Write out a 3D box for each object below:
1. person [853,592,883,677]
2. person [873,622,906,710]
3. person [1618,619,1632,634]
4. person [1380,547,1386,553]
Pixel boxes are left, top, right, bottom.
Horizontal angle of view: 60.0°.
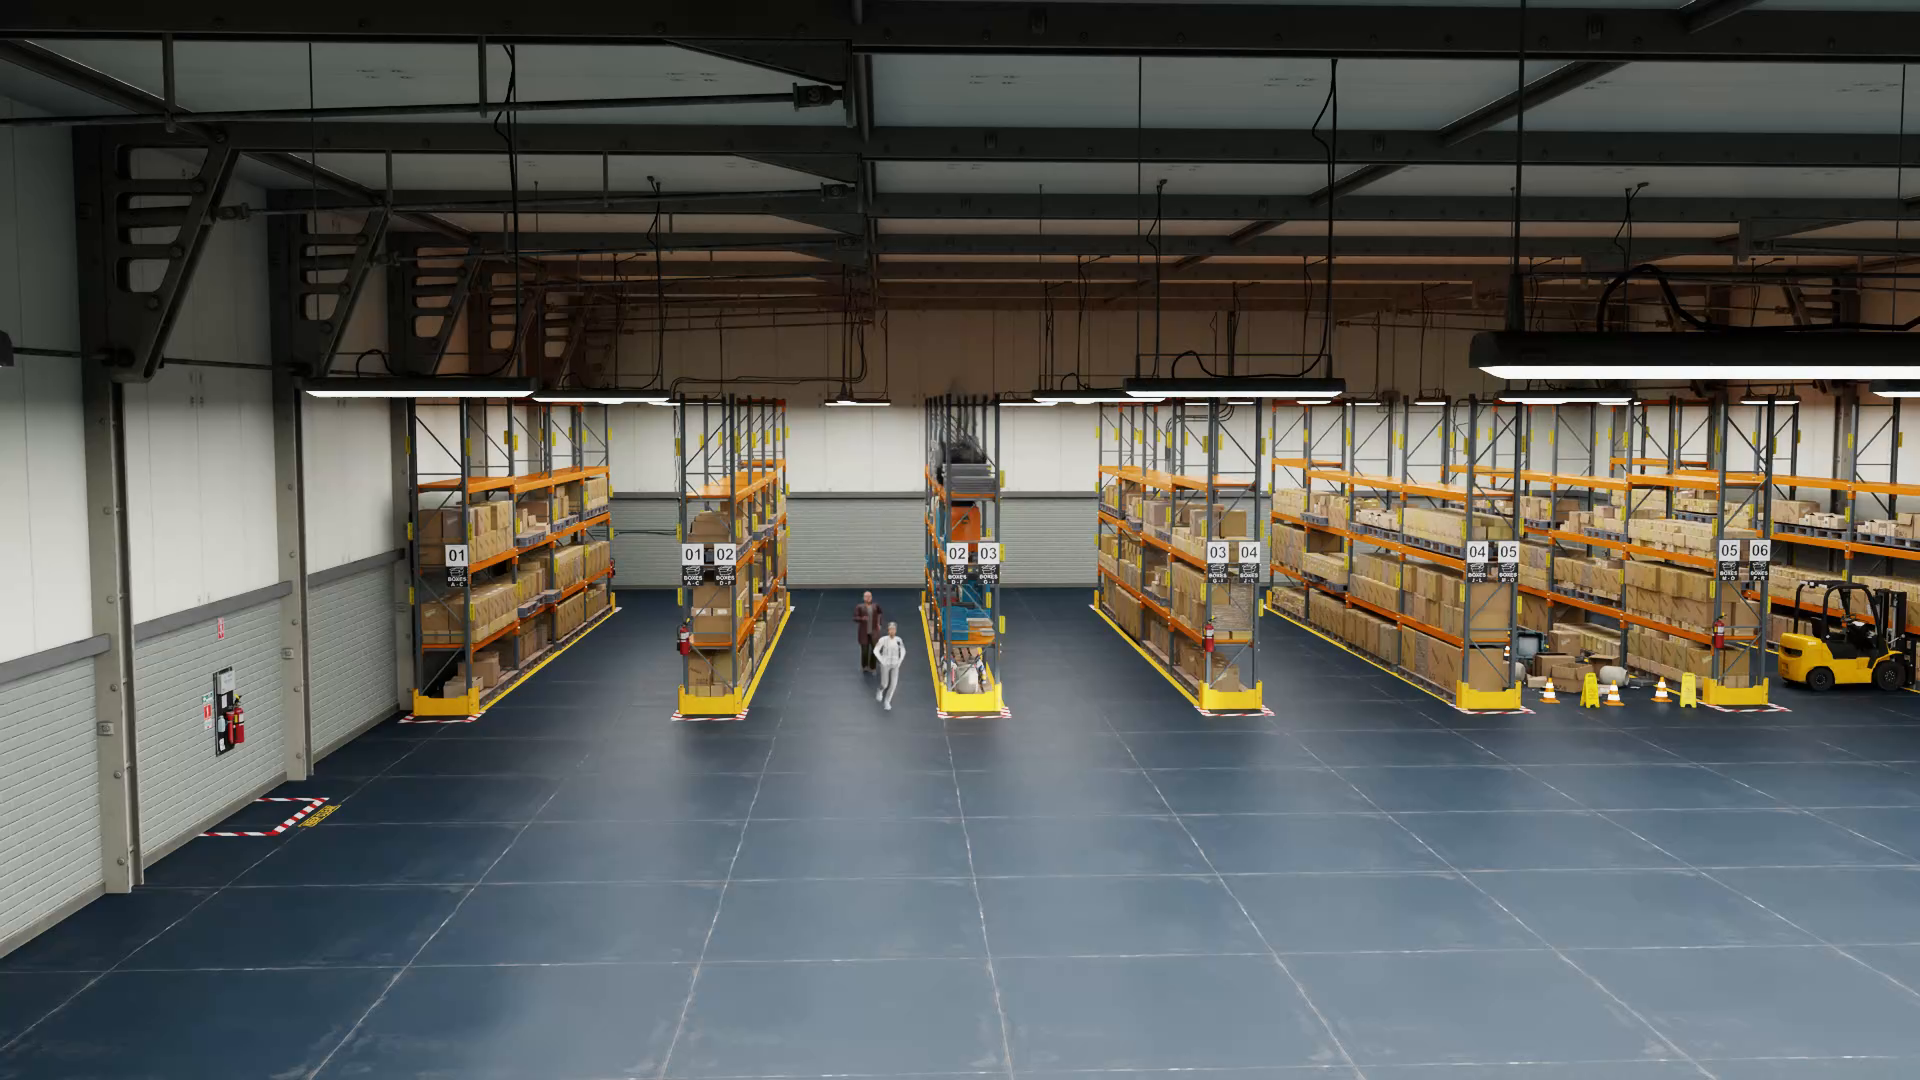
[{"bbox_3d":[-1.958,2.020,35.706,0.685,1.826,0.776,-1,5,-11],"label":"person"},{"bbox_3d":[-1.346,2.394,31.899,0.642,1.674,0.610,-1,5,-16],"label":"person"},{"bbox_3d":[16.373,1.731,40.714,0.539,1.550,0.622,-1,5,-10],"label":"person"},{"bbox_3d":[12.557,0.967,49.221,0.660,1.733,0.709,0,5,4],"label":"person"}]
